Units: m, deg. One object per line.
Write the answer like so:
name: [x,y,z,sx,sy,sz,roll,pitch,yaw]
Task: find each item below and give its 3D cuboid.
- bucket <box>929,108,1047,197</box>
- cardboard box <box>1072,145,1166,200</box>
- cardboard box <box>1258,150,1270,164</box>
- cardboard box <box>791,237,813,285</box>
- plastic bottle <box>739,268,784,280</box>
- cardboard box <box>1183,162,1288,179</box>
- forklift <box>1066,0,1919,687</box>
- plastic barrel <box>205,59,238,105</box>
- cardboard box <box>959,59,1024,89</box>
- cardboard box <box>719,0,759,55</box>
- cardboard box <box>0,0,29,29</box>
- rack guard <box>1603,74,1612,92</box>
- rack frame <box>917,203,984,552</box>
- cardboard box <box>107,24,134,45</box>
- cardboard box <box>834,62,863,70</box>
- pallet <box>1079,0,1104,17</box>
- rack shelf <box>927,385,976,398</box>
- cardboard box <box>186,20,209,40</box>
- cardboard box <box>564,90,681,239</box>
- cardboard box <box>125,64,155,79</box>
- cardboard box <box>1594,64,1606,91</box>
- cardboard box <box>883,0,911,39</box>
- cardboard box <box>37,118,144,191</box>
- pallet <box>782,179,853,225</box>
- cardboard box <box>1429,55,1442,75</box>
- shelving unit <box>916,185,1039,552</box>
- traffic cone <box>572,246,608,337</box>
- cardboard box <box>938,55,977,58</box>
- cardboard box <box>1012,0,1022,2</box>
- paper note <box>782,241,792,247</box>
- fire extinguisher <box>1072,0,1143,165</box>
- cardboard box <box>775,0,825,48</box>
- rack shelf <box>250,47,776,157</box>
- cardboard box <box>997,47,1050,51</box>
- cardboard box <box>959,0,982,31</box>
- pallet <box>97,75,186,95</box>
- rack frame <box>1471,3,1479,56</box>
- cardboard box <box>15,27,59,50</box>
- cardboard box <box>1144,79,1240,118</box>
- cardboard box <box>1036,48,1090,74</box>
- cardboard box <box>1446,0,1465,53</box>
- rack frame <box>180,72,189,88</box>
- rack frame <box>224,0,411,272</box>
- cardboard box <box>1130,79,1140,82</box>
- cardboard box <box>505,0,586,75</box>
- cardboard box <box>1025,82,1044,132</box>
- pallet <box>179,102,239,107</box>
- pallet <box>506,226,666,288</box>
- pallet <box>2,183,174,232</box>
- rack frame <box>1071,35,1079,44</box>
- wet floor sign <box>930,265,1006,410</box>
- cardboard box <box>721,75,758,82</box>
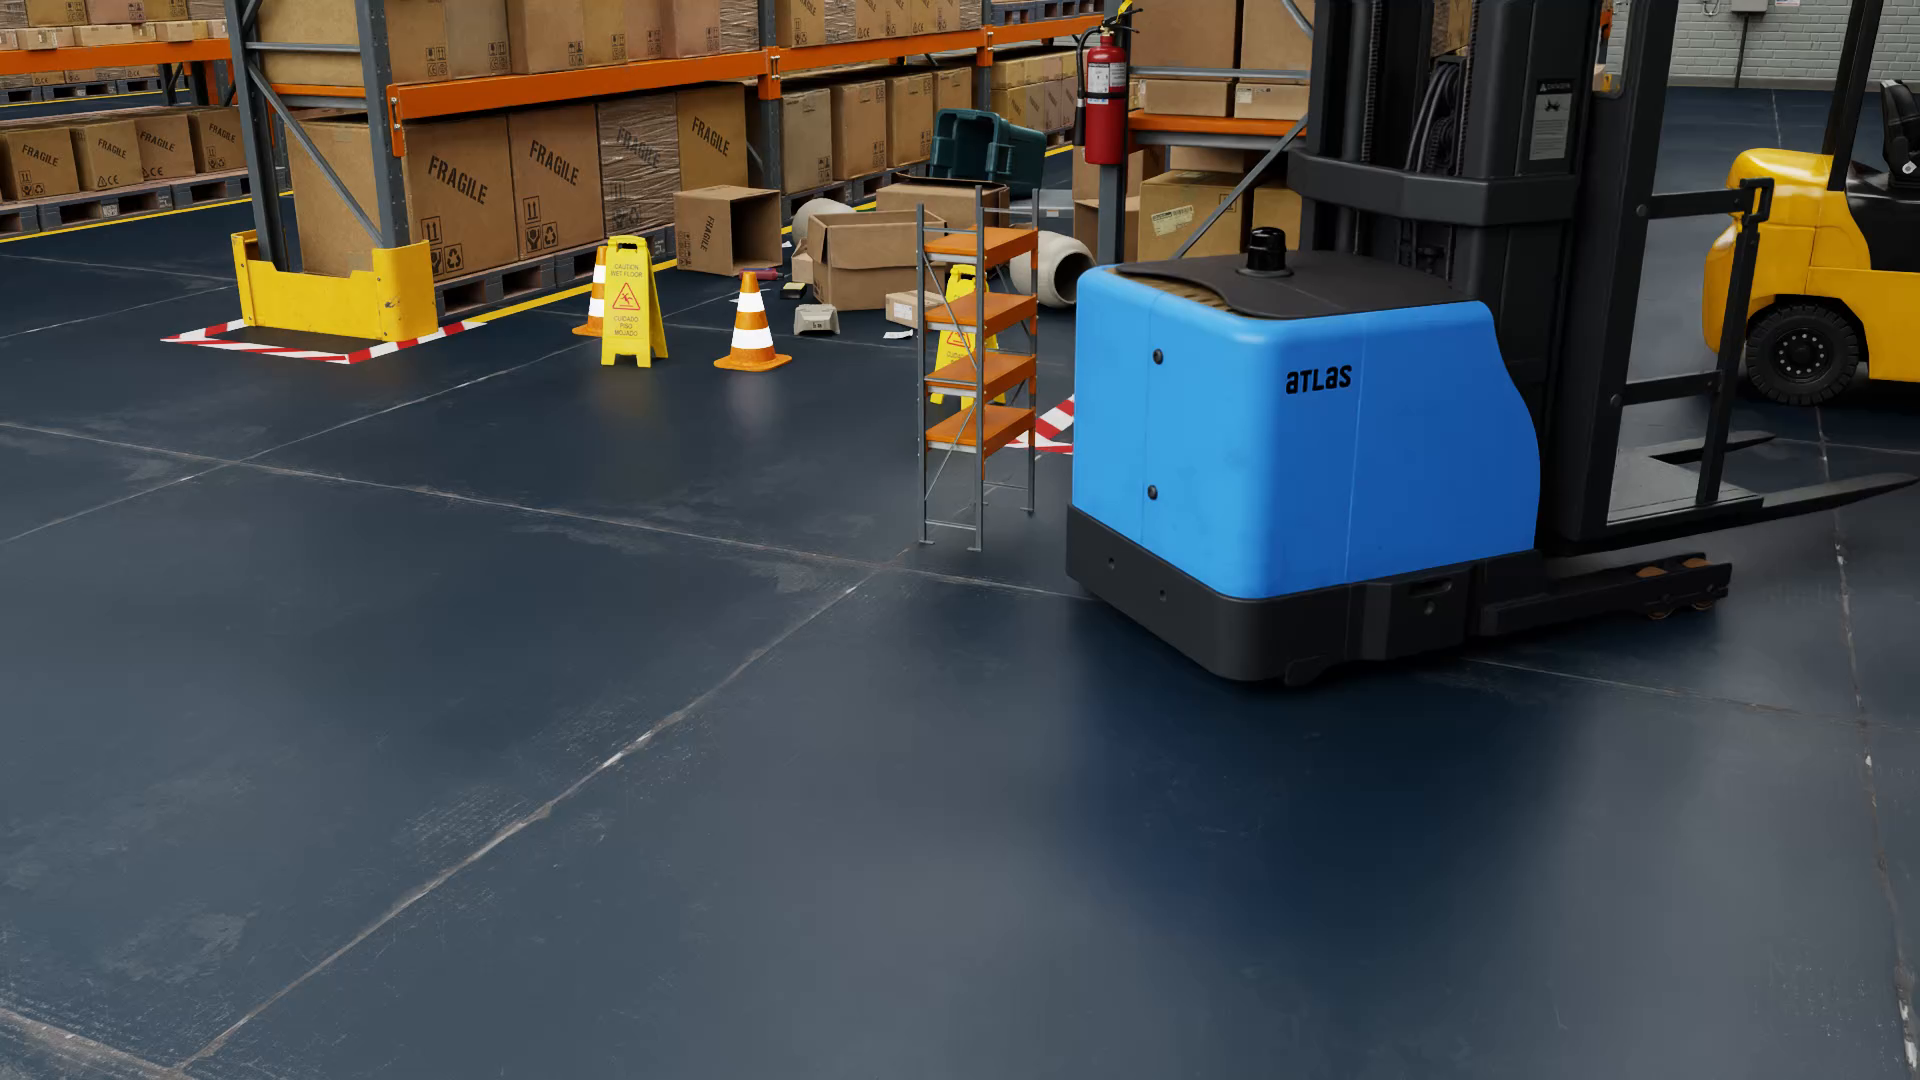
bucket: [0.221,-2.653,11.568,0.726,0.611,0.620,18,16,41]
cardboard box: [1.094,-2.603,11.411,0.500,0.500,0.500,9,21,23]
cardboard box: [1.377,-2.006,8.521,0.380,0.149,0.250,9,21,24]
cardboard box: [-0.851,-1.771,10.551,0.396,0.266,0.258,13,23,32]
plastic bottle: [-1.266,-1.707,10.677,0.283,0.061,0.133,1,20,4]
cardboard box: [1.393,-1.662,8.524,0.500,0.500,0.500,9,22,25]
forklift: [1.907,-1.279,5.191,3.031,2.935,1.130,-9,21,-23]
plastic barrel: [-9.007,-5.778,20.351,0.600,0.830,0.708,9,21,23]
cardboard box: [0.314,-4.611,16.441,0.500,0.250,0.500,8,21,20]
cardboard box: [-1.967,-3.793,11.934,0.875,0.550,0.550,9,21,23]
cardboard box: [-7.359,-3.993,12.128,0.875,0.500,0.500,9,21,23]
rack guard: [7.654,-5.686,21.212,1.175,0.500,0.348,9,21,23]
rack frame: [-0.032,-0.541,5.700,0.240,1.200,0.015,9,21,23]
cardboard box: [-7.275,-3.716,12.315,0.882,0.149,2.000,9,21,23]
cardboard box: [-1.959,-6.929,23.519,0.875,0.875,0.875,9,21,23]
pallet: [-2.505,-6.036,16.510,5.816,1.713,7.625,9,21,23]
rack shelf: [0.068,-0.579,5.923,0.199,0.029,0.442,9,21,23]
cardboard box: [-6.399,-4.181,13.622,0.380,0.149,0.250,9,21,23]
cardboard box: [-2.514,-2.575,11.277,0.875,0.875,0.875,9,21,23]
cardboard box: [-12.222,-7.044,24.372,0.500,0.500,0.500,9,21,23]
cardboard box: [7.465,-5.632,20.526,0.875,0.438,0.875,8,21,21]
cardboard box: [-0.745,-4.470,13.912,0.500,0.500,0.500,9,21,24]
cardboard box: [-6.921,-3.075,13.242,0.500,0.500,0.500,7,21,18]
pallet: [-1.580,-2.769,13.441,1.003,0.211,1.213,9,21,23]
cardboard box: [2.464,-2.619,9.232,0.380,0.149,0.250,8,21,22]
shelving unit: [0.068,-0.616,5.910,0.258,1.200,0.503,9,21,23]
traffic cone: [-1.952,-1.386,9.176,0.336,0.463,0.334,9,21,23]
cardboard box: [0.049,-4.834,17.069,0.500,0.250,0.500,9,21,23]
cardboard box: [0.398,-5.413,16.460,0.380,0.149,0.250,10,22,25]
paper note: [-1.725,-4.195,17.449,2.542,0.211,11.881,-5,20,-15]
fire extinguisher: [0.625,-1.958,7.112,0.296,0.674,0.183,9,21,23]
cardboard box: [-1.366,-4.008,12.612,0.500,0.500,0.500,9,21,23]
rack shelf: [-2.646,-2.887,10.682,1.077,0.370,4.000,9,21,23]
cardboard box: [0.689,-5.303,18.388,0.500,0.250,0.500,9,22,24]
cardboard box: [-0.129,-4.932,15.212,0.500,0.500,0.500,9,21,23]
pallet: [-12.370,-6.787,24.737,1.003,0.211,1.213,9,21,23]
rack frame: [2.730,-3.189,10.458,1.000,3.000,0.127,9,21,23]
cardboard box: [-6.912,-3.707,12.290,0.380,0.149,0.250,9,21,23]
cardboard box: [1.050,-1.991,7.466,0.380,0.149,0.250,9,22,25]
cardboard box: [1.152,-5.238,18.206,0.500,0.250,0.500,10,22,25]
cardboard box: [2.571,-3.048,9.468,0.500,0.500,0.500,9,22,25]
rack frame: [-12.071,-8.354,24.983,1.000,3.000,0.127,9,21,23]
rack frame: [-3.465,-2.614,8.843,1.000,3.000,0.127,9,21,23]
cardboard box: [1.946,-5.570,19.895,0.380,0.149,0.250,10,22,25]
cardboard box: [-2.805,-3.129,10.068,0.875,0.550,0.550,9,21,23]
cardboard box: [0.536,-4.415,17.011,0.500,0.500,0.500,9,21,23]
pallet: [-8.907,-5.384,20.792,1.003,0.211,1.213,9,21,23]
pallet: [-2.708,-1.927,11.072,1.003,0.211,1.213,9,21,23]
pallet: [2.383,-3.623,15.841,15.839,0.211,14.238,9,21,23]
rack frame: [1.446,-6.283,19.159,0.949,2.616,0.053,9,21,23]
wet floor sign: [0.038,-0.945,7.664,0.267,0.644,0.232,18,26,41]
cardboard box: [-3.279,-5.992,20.886,1.225,0.875,0.875,9,21,23]
